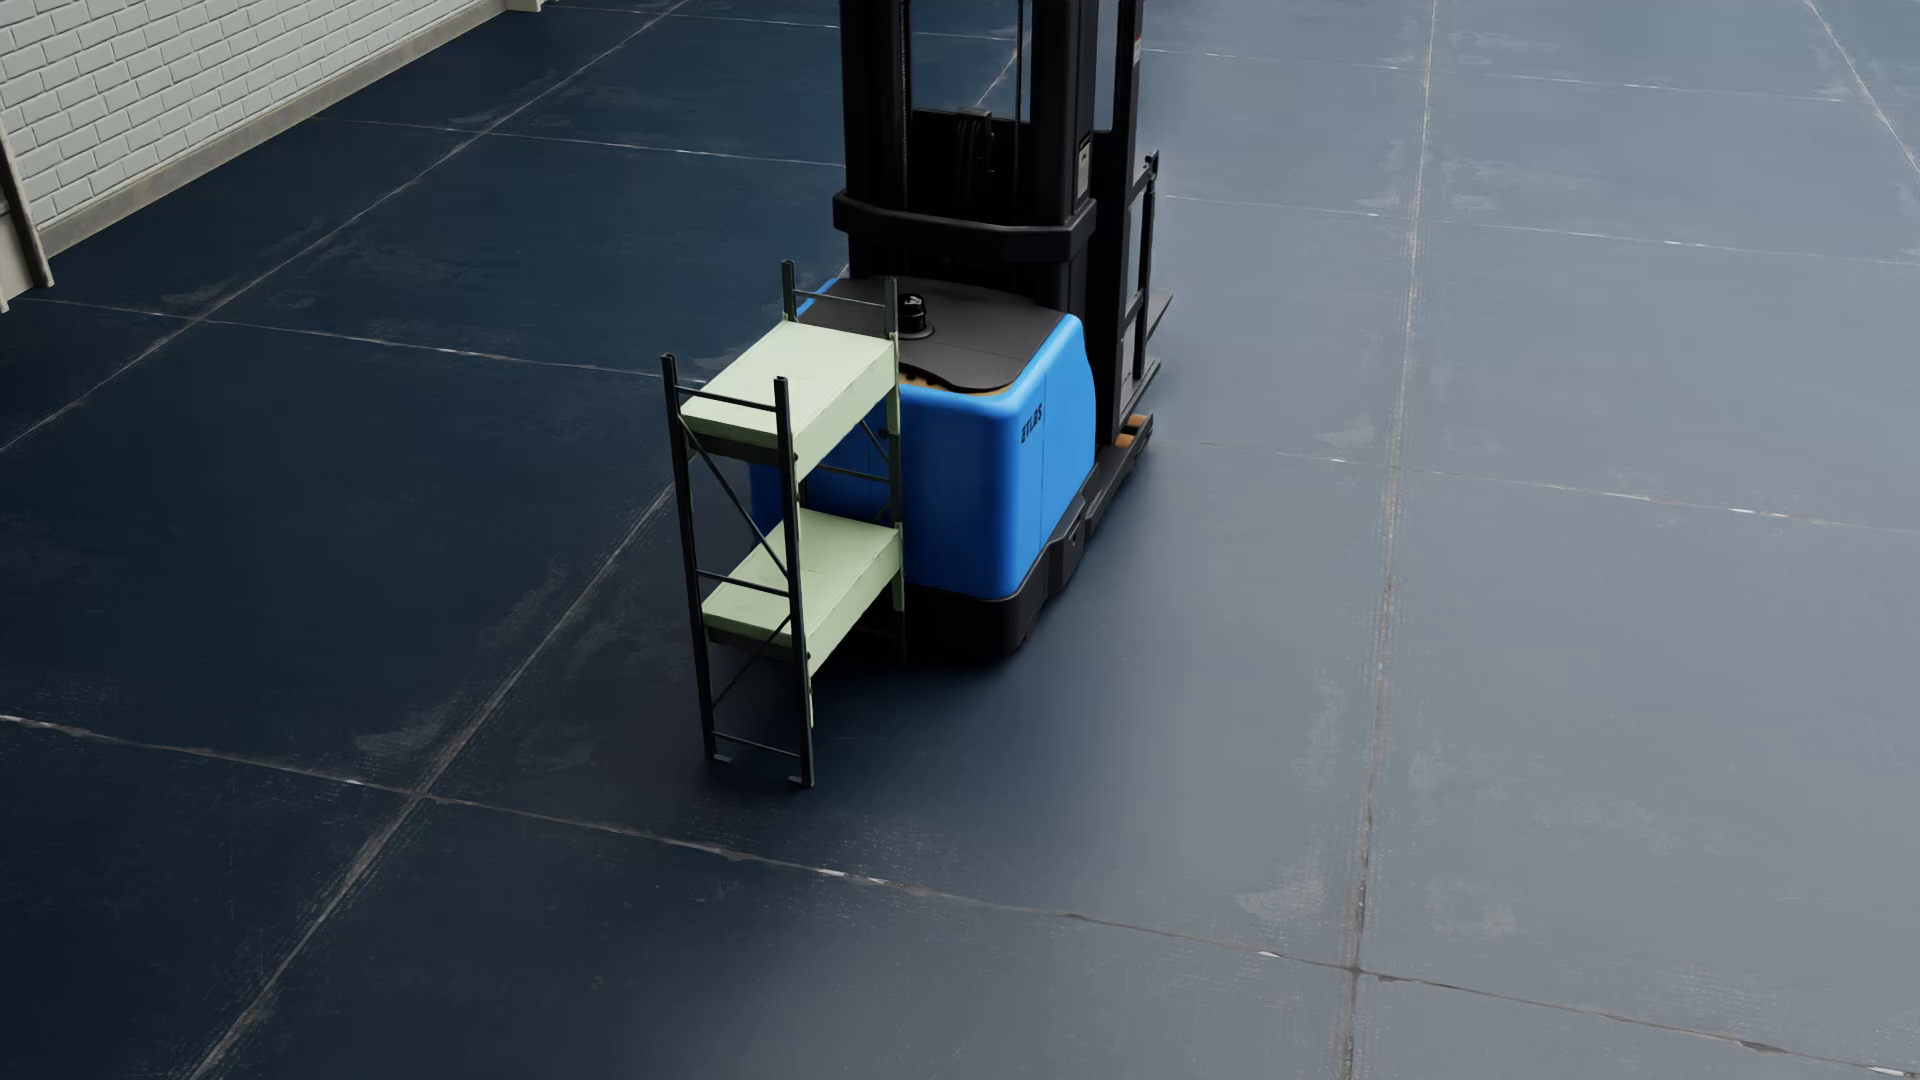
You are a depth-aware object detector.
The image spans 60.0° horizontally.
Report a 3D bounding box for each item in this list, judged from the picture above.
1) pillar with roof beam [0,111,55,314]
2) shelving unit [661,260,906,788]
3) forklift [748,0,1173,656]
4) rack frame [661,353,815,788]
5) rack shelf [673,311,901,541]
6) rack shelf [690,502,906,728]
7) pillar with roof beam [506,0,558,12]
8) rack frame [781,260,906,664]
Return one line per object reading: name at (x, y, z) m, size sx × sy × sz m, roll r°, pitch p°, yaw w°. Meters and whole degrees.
pillar with roof beam at (-0.882, -4.505, 5.448) m, size 9.100 × 9.000 × 0.400 m, roll 8°, pitch 33°, yaw 12°
shelving unit at (-0.528, -0.045, 5.418) m, size 0.431 × 1.500 × 0.755 m, roll 13°, pitch 35°, yaw 19°
forklift at (0.215, -1.601, 6.536) m, size 1.130 × 2.935 × 3.031 m, roll 11°, pitch 34°, yaw 17°
rack frame at (-0.670, 0.138, 5.135) m, size 0.400 × 1.500 × 0.023 m, roll 13°, pitch 35°, yaw 19°
rack shelf at (-0.529, -0.373, 5.207) m, size 0.431 × 0.370 × 0.720 m, roll 13°, pitch 35°, yaw 19°
rack shelf at (-0.527, 0.229, 5.595) m, size 0.431 × 0.370 × 0.720 m, roll 13°, pitch 35°, yaw 19°
pillar with roof beam at (0.640, -7.618, 10.346) m, size 9.100 × 9.000 × 0.400 m, roll 8°, pitch 33°, yaw 12°
rack frame at (-0.385, -0.228, 5.701) m, size 0.400 × 1.500 × 0.023 m, roll 13°, pitch 35°, yaw 19°
